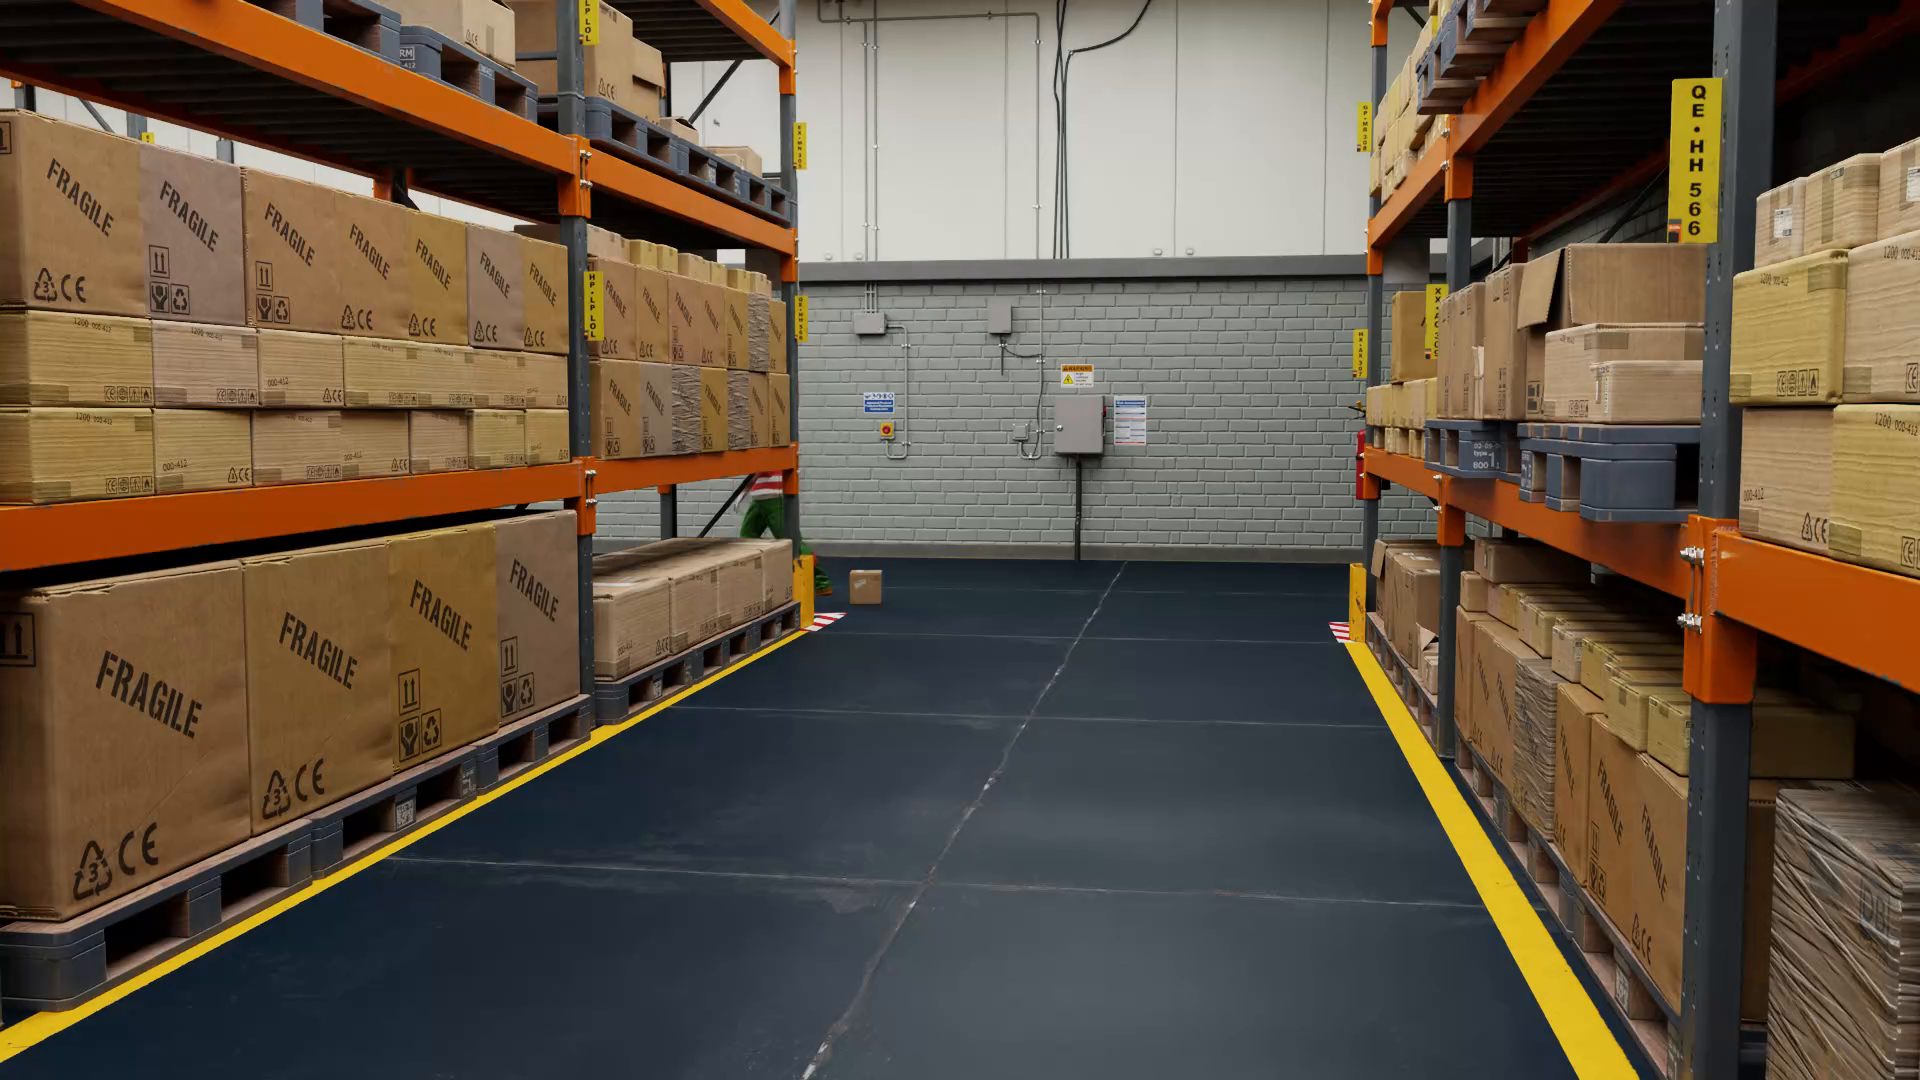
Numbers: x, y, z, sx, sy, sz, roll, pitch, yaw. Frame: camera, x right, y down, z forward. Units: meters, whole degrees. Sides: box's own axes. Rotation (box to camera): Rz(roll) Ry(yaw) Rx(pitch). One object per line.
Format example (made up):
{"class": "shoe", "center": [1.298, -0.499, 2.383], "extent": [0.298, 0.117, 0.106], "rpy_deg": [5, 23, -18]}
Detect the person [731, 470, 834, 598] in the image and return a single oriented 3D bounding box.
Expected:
{"class": "person", "center": [-1.564, -0.364, 13.231], "extent": [1.114, 1.728, 0.552], "rpy_deg": [0, 4, 2]}
